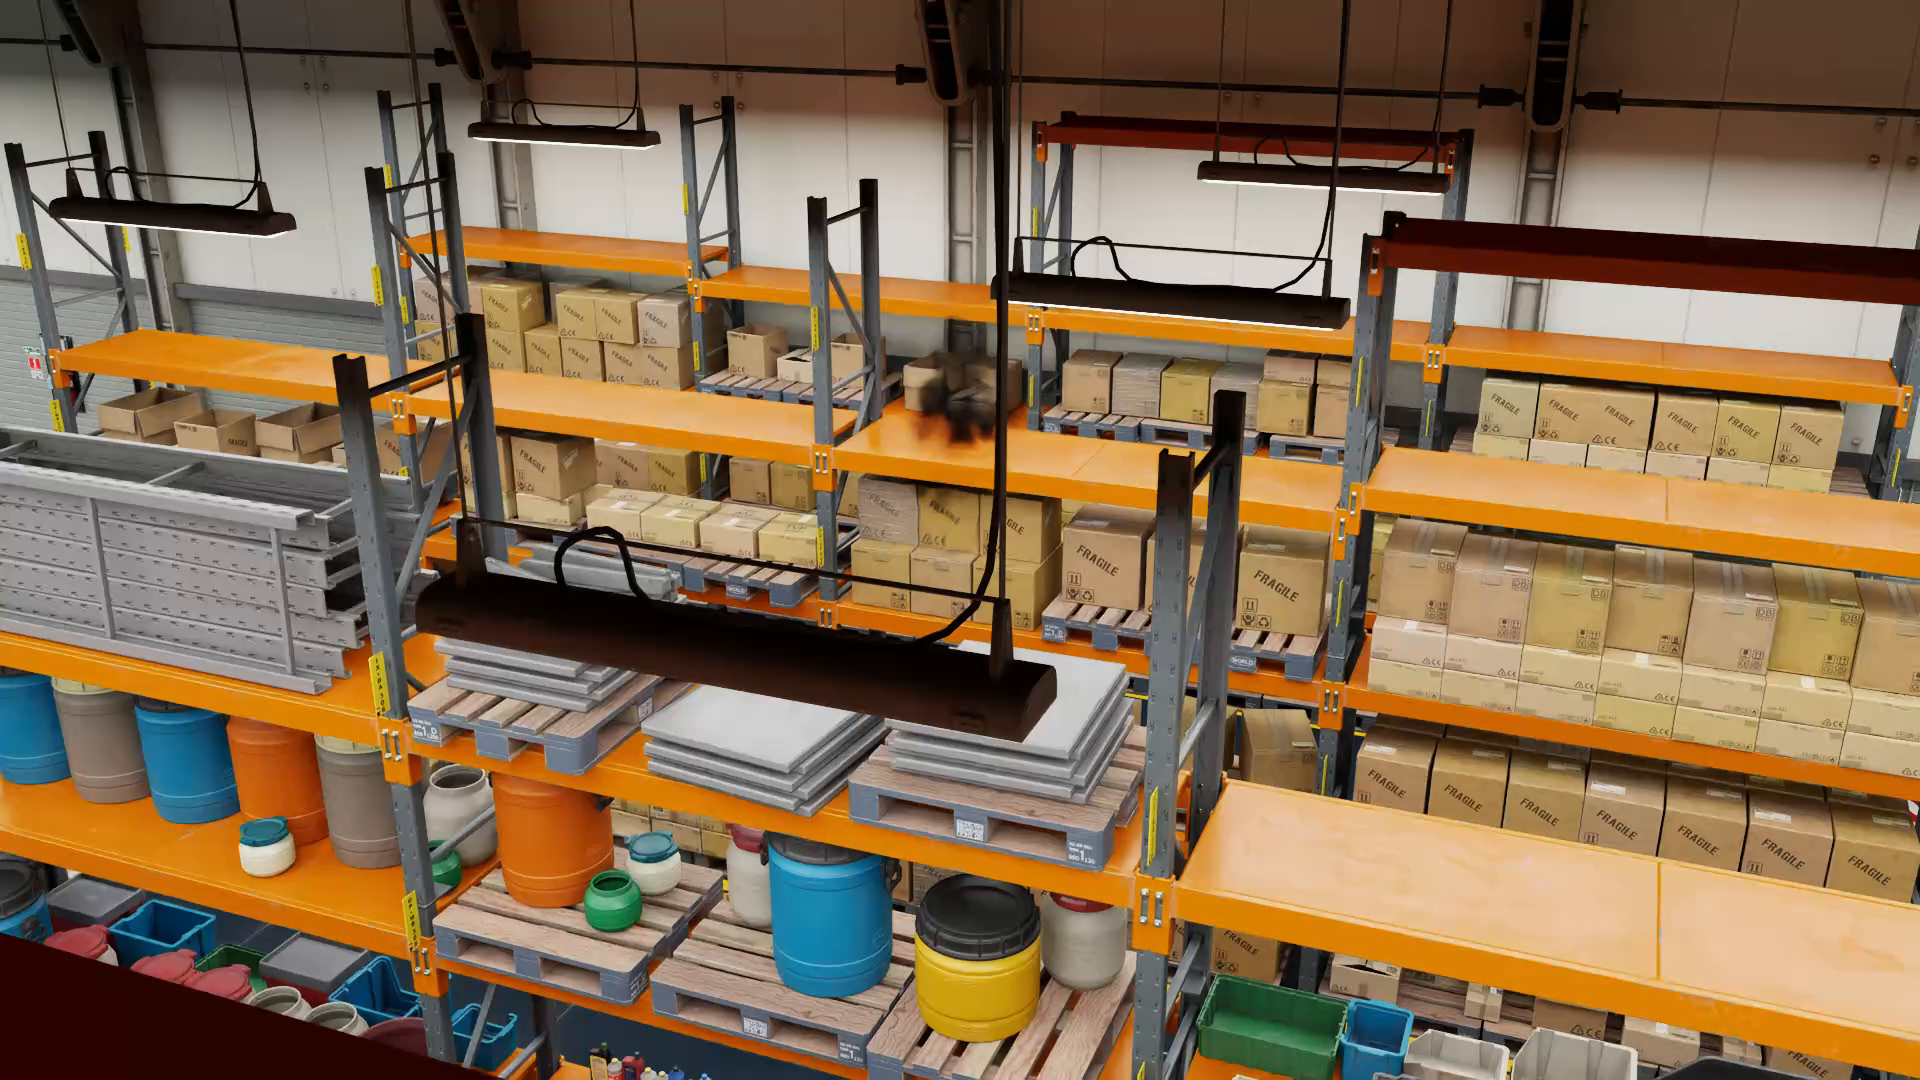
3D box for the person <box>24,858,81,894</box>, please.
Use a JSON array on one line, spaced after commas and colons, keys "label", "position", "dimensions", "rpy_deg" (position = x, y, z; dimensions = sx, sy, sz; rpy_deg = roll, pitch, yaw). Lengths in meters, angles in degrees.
[{"label": "person", "position": [-7.078, 2.626, 13.167], "dimensions": [0.646, 1.652, 0.579], "rpy_deg": [9, 22, 21]}]
